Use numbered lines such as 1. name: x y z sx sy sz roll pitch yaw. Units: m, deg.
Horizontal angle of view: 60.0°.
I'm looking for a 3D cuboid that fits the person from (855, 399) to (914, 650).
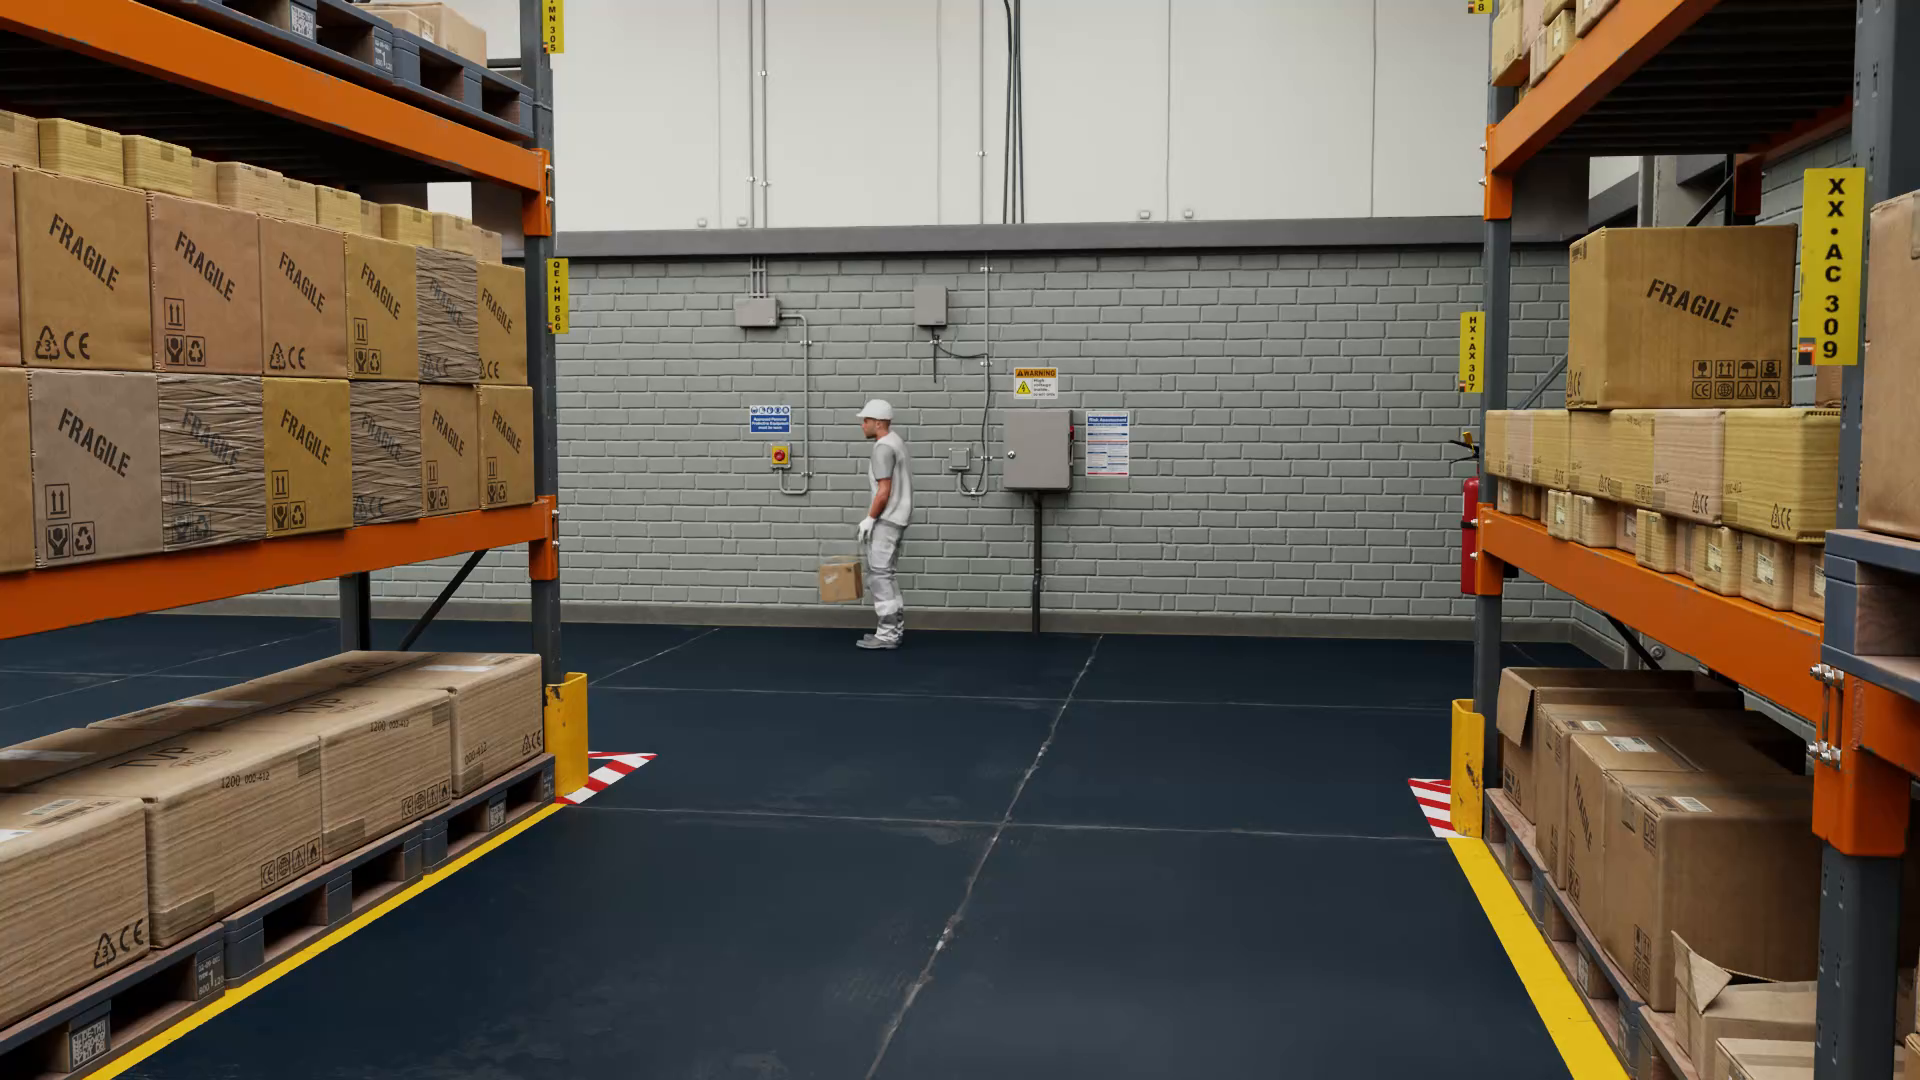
1. person: -0.544 -0.115 11.935 0.416 1.785 0.553 1 4 7
